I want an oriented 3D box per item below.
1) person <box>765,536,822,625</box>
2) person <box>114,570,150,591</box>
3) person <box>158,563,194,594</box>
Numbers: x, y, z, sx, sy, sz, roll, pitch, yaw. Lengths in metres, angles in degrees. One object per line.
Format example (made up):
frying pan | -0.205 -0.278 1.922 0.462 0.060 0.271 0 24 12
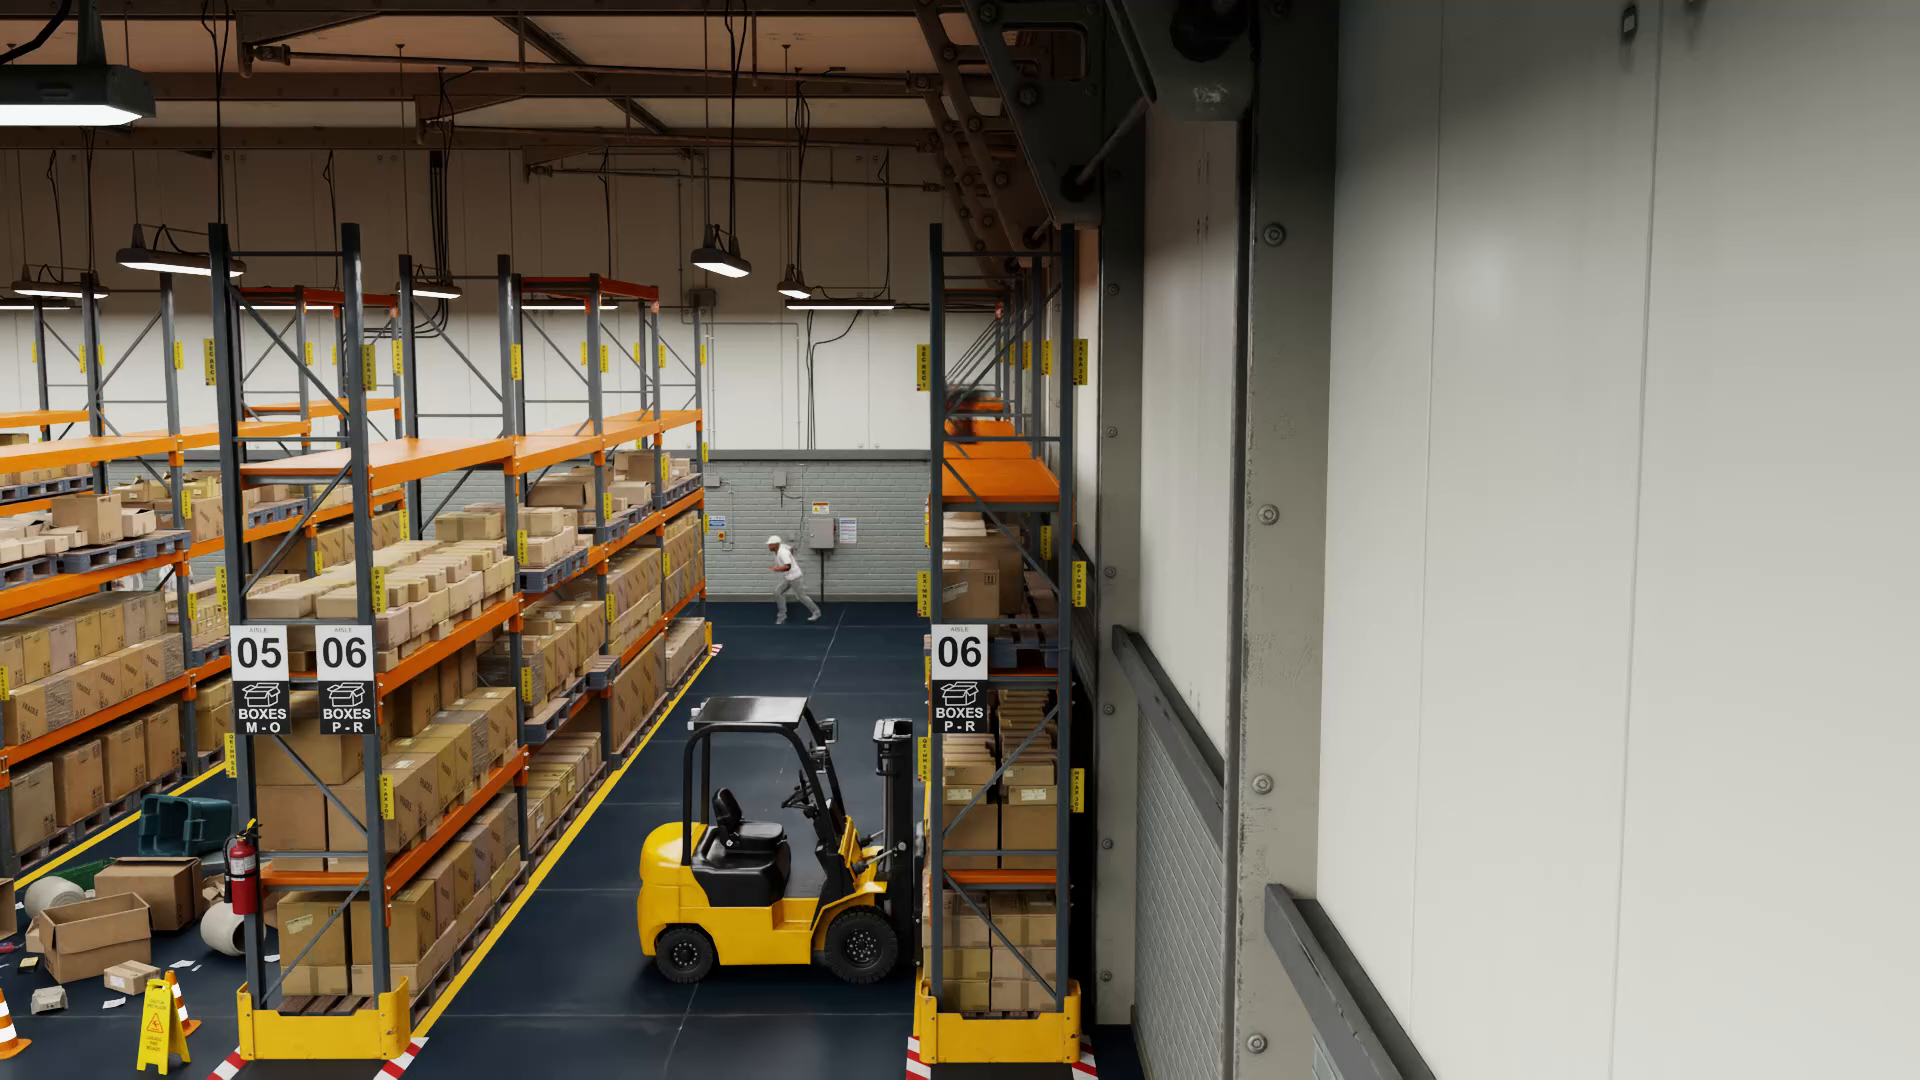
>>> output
person | -3.098 0.761 30.956 1.032 1.715 0.752 -1 7 -12
person | -14.478 0.905 28.984 0.904 1.828 0.702 3 7 25
person | -13.224 1.028 28.144 0.610 1.797 0.538 -4 8 -28
